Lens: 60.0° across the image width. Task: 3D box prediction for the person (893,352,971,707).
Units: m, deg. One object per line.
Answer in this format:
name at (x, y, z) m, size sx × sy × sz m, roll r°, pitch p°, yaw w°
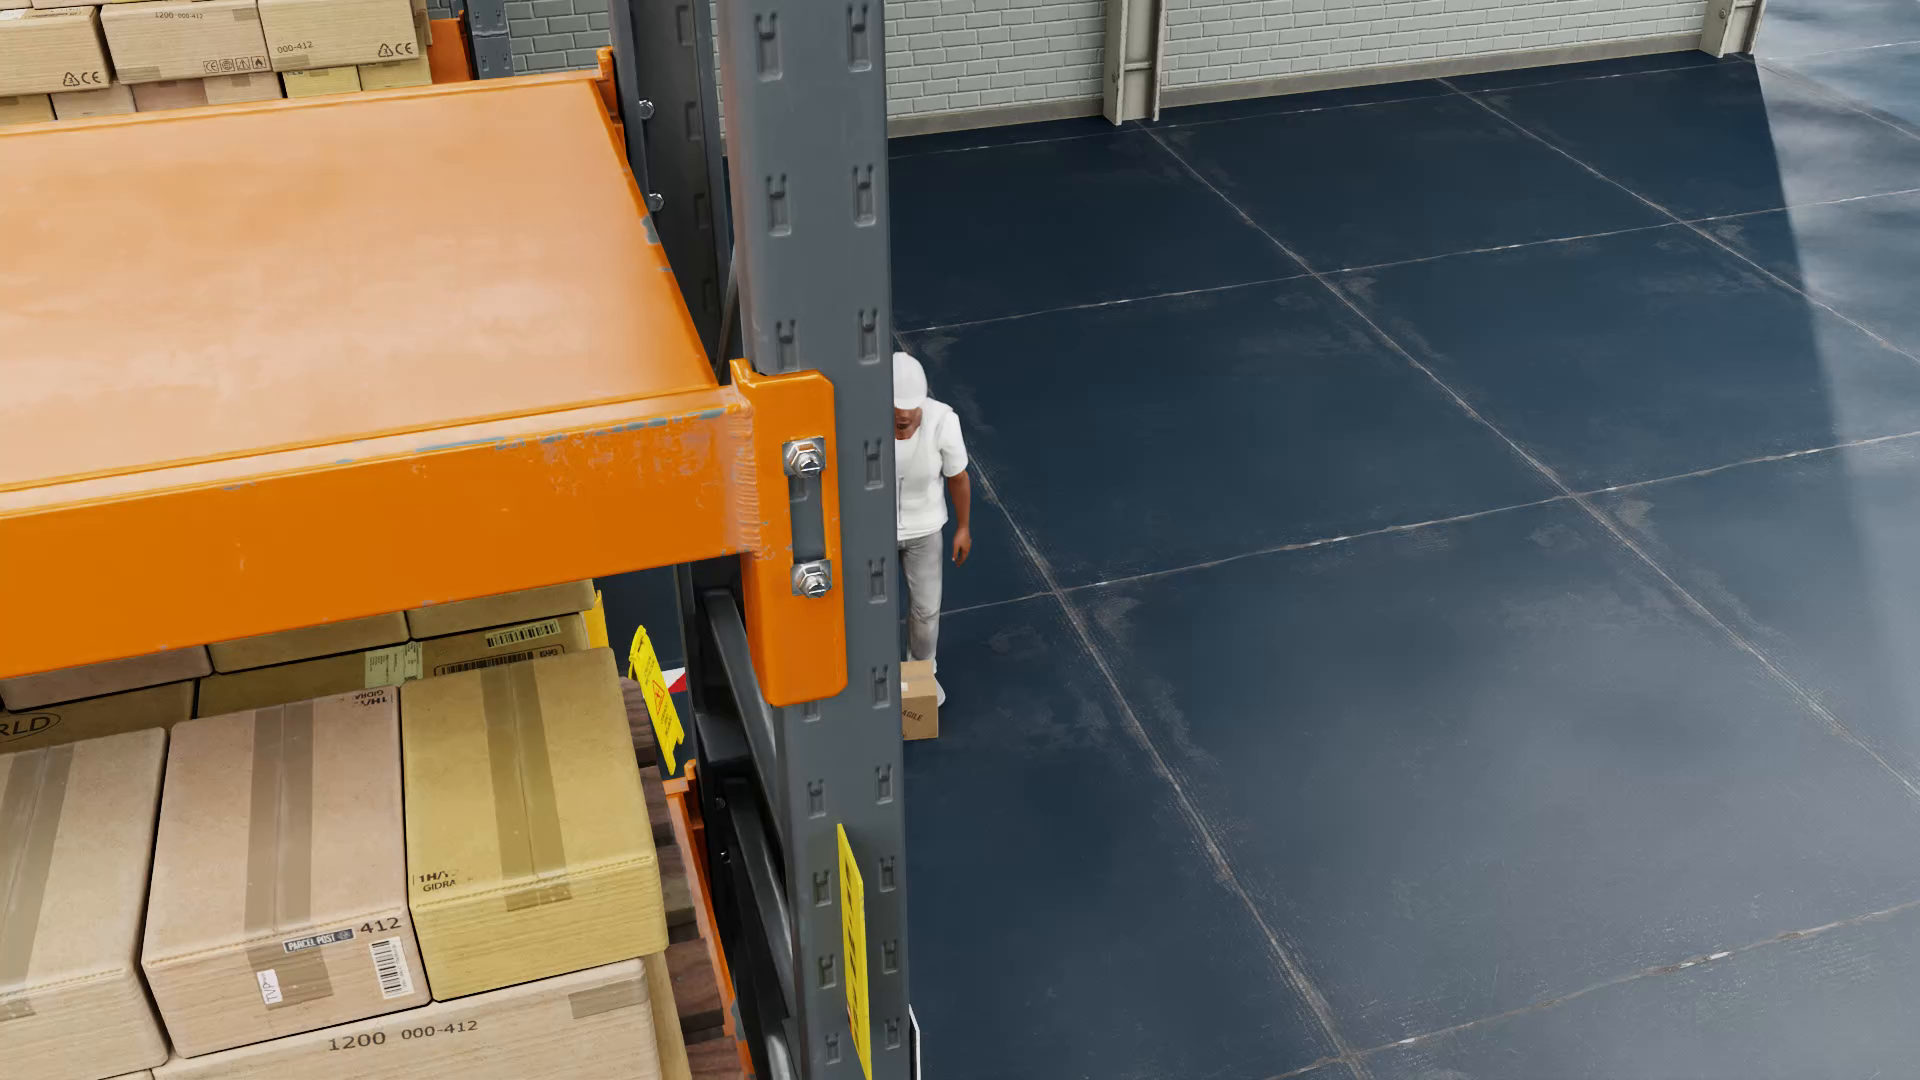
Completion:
person at (-0.266, -0.032, 7.173) m, size 0.637 × 1.761 × 0.460 m, roll -4°, pitch 34°, yaw -6°
